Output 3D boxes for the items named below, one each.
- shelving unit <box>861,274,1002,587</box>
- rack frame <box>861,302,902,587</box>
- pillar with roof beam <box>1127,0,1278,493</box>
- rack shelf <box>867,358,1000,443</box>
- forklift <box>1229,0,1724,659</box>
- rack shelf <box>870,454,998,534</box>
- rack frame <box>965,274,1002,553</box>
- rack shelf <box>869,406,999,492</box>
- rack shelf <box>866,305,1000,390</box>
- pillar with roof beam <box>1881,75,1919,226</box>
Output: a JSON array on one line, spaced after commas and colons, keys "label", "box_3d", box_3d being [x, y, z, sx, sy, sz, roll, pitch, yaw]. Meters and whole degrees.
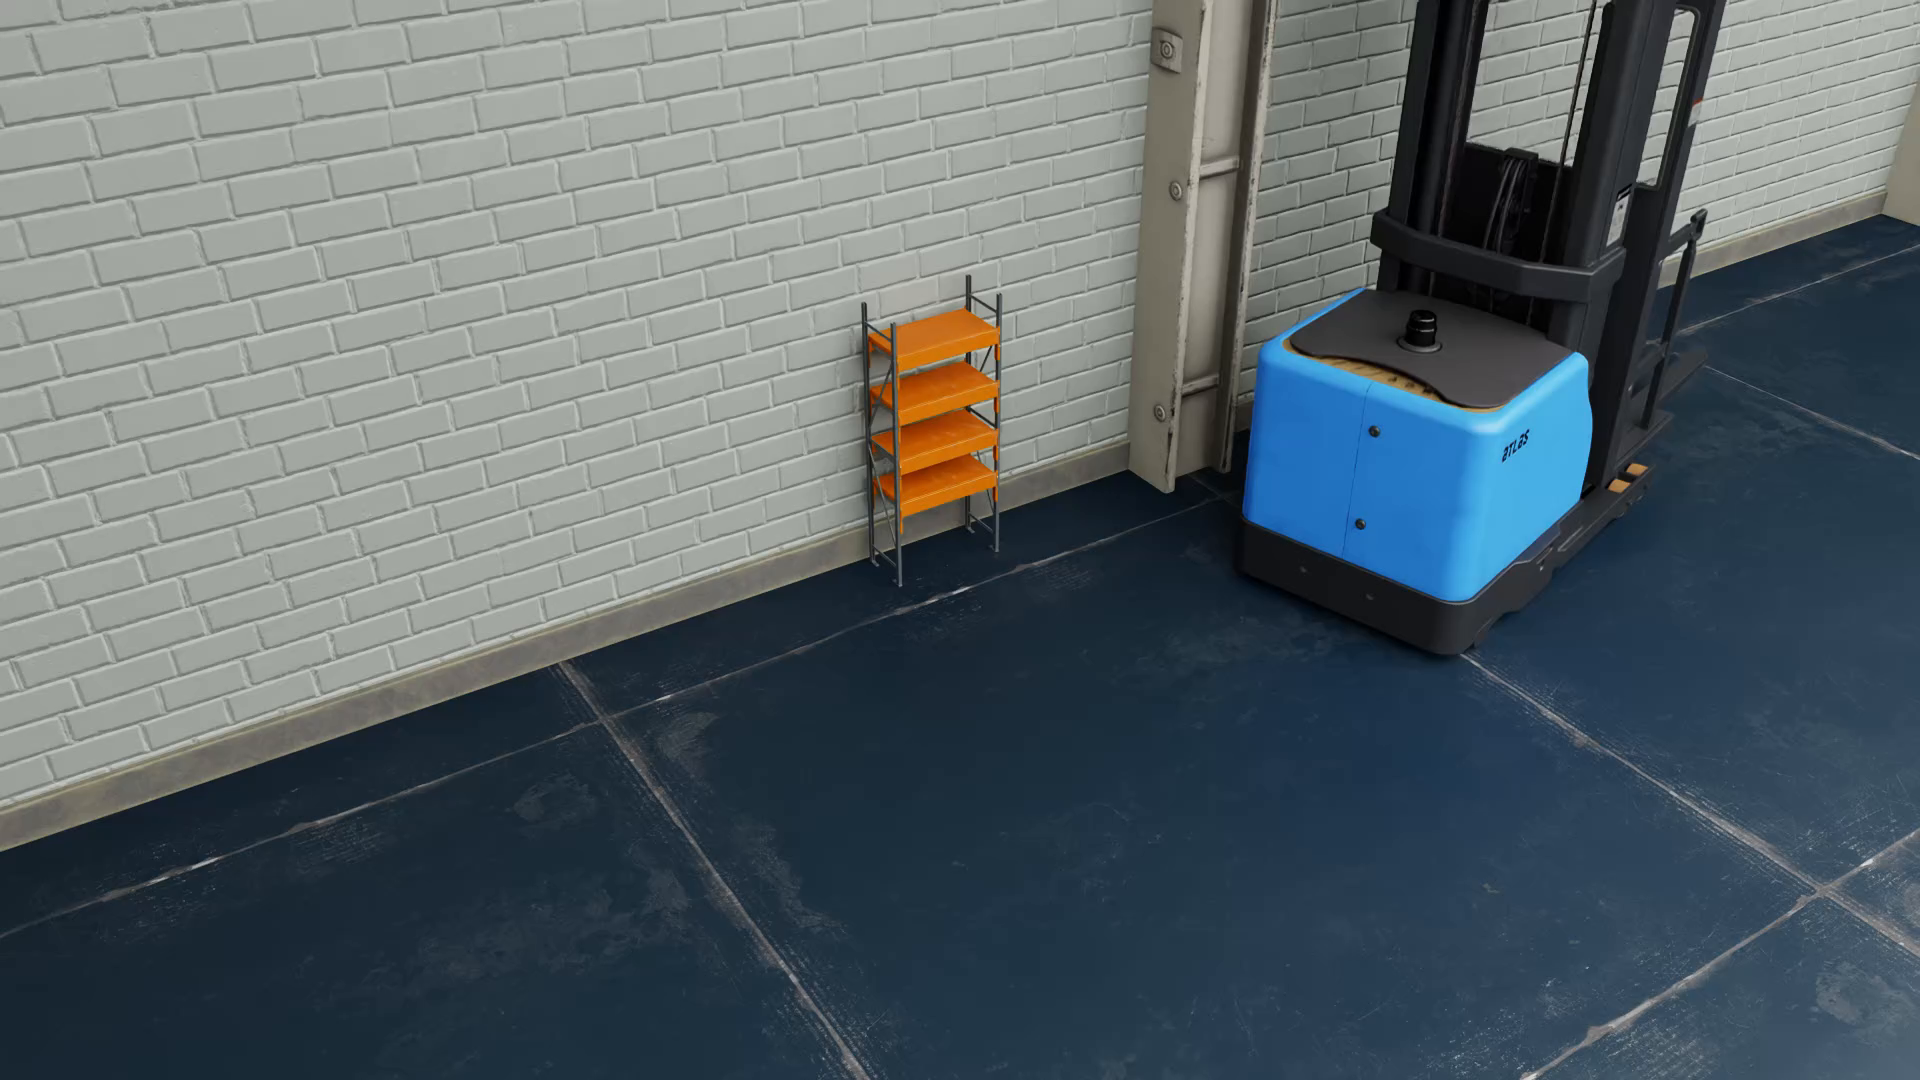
[{"label": "shelving unit", "box_3d": [-0.109, -0.437, 6.817, 0.503, 1.200, 0.258, -19, 37, -28]}, {"label": "rack frame", "box_3d": [-0.313, -0.365, 6.704, 0.015, 1.200, 0.240, -19, 37, -28]}, {"label": "pillar with roof beam", "box_3d": [3.352, -2.213, 2.324, 0.400, 9.000, 9.100, -19, 37, -27]}, {"label": "rack shelf", "box_3d": [-0.109, -0.569, 6.733, 0.480, 0.148, 0.258, -19, 37, -28]}, {"label": "forklift", "box_3d": [2.473, -1.489, 6.864, 1.130, 2.935, 3.031, 25, 40, 34]}, {"label": "rack shelf", "box_3d": [-0.110, -0.212, 6.959, 0.480, 0.148, 0.258, -19, 37, -28]}, {"label": "rack frame", "box_3d": [0.094, -0.508, 6.930, 0.015, 1.200, 0.240, -19, 37, -28]}, {"label": "rack shelf", "box_3d": [-0.109, -0.380, 6.853, 0.480, 0.148, 0.258, -19, 37, -28]}, {"label": "rack shelf", "box_3d": [-0.109, -0.769, 6.607, 0.480, 0.148, 0.258, -19, 37, -28]}, {"label": "pillar with roof beam", "box_3d": [8.395, -3.947, 5.073, 0.400, 9.000, 9.100, -19, 37, -27]}]
